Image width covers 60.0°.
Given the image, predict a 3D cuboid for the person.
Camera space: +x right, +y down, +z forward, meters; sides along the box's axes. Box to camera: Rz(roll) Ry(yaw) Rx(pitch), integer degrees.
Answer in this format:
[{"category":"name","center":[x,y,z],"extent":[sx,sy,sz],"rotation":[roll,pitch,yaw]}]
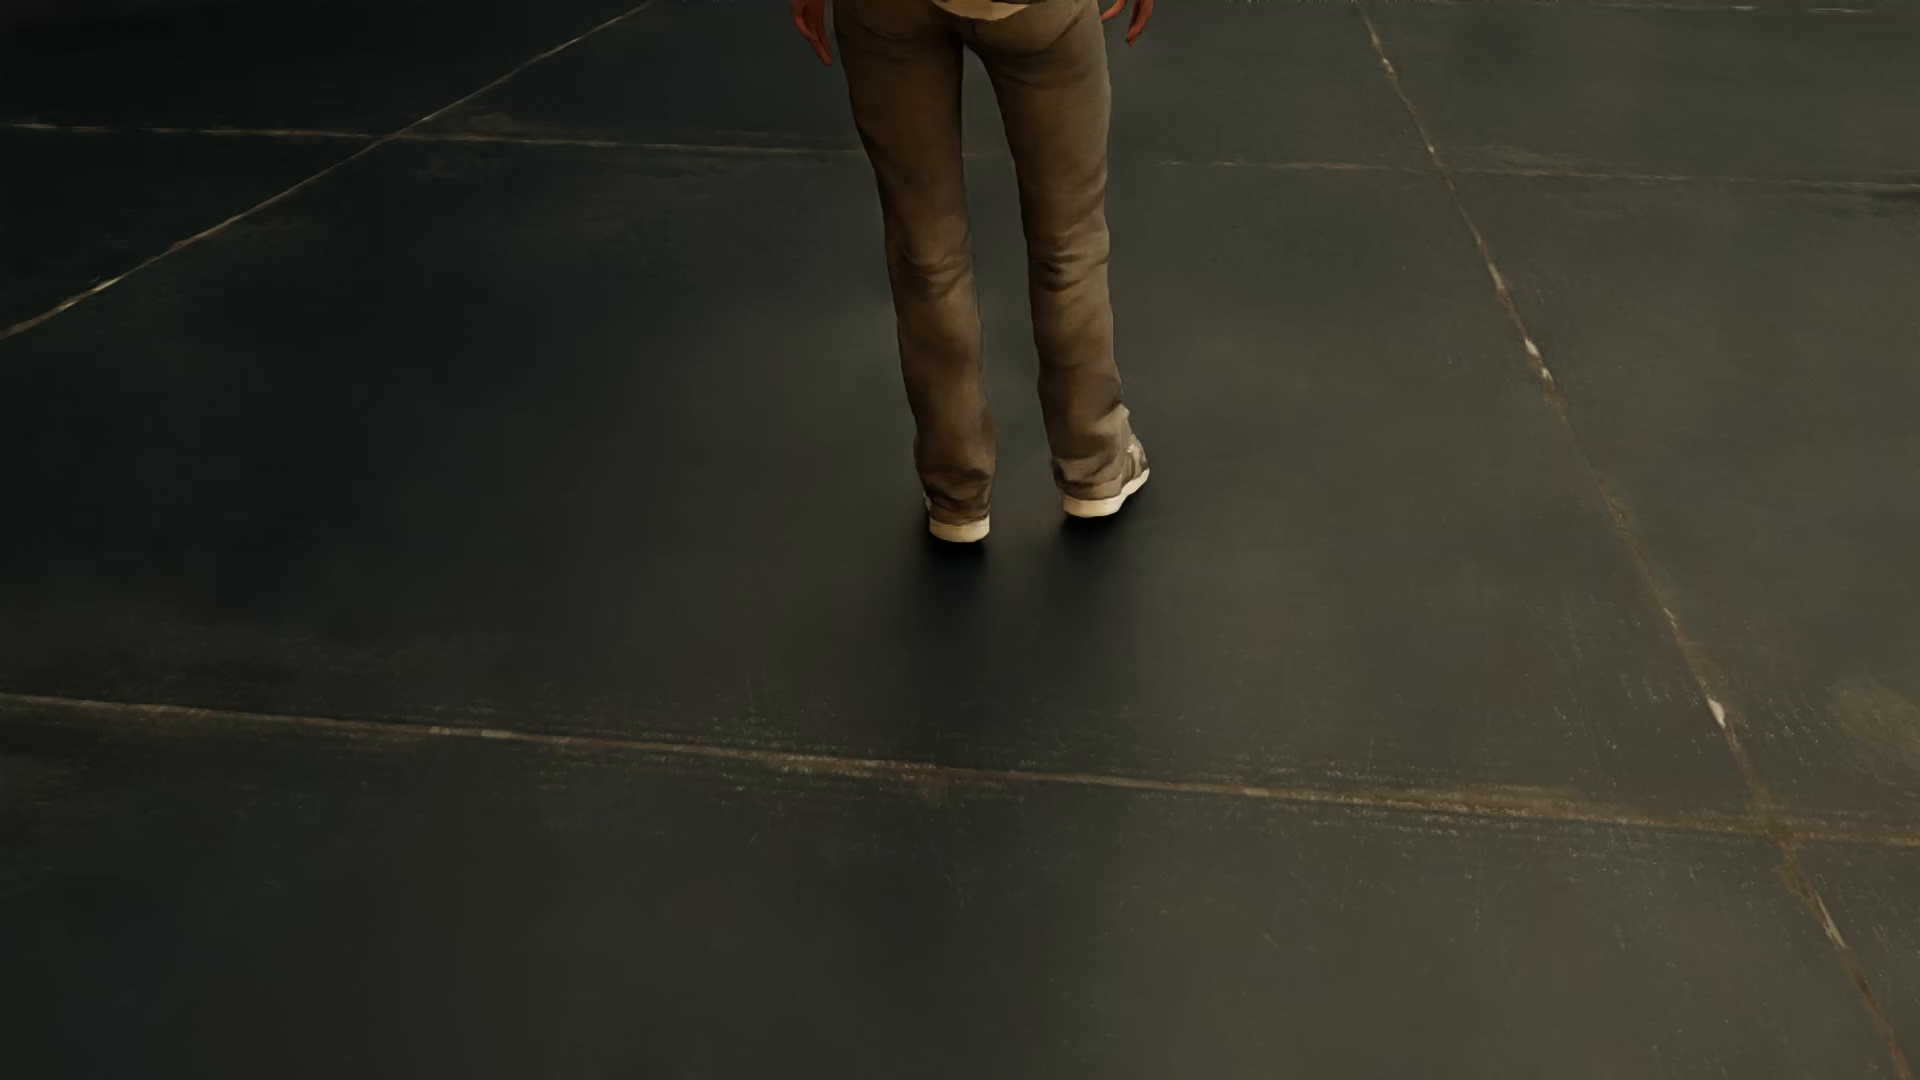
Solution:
[{"category":"person","center":[0.023,-0.753,2.204],"extent":[0.521,1.597,0.474],"rotation":[3,27,7]}]
